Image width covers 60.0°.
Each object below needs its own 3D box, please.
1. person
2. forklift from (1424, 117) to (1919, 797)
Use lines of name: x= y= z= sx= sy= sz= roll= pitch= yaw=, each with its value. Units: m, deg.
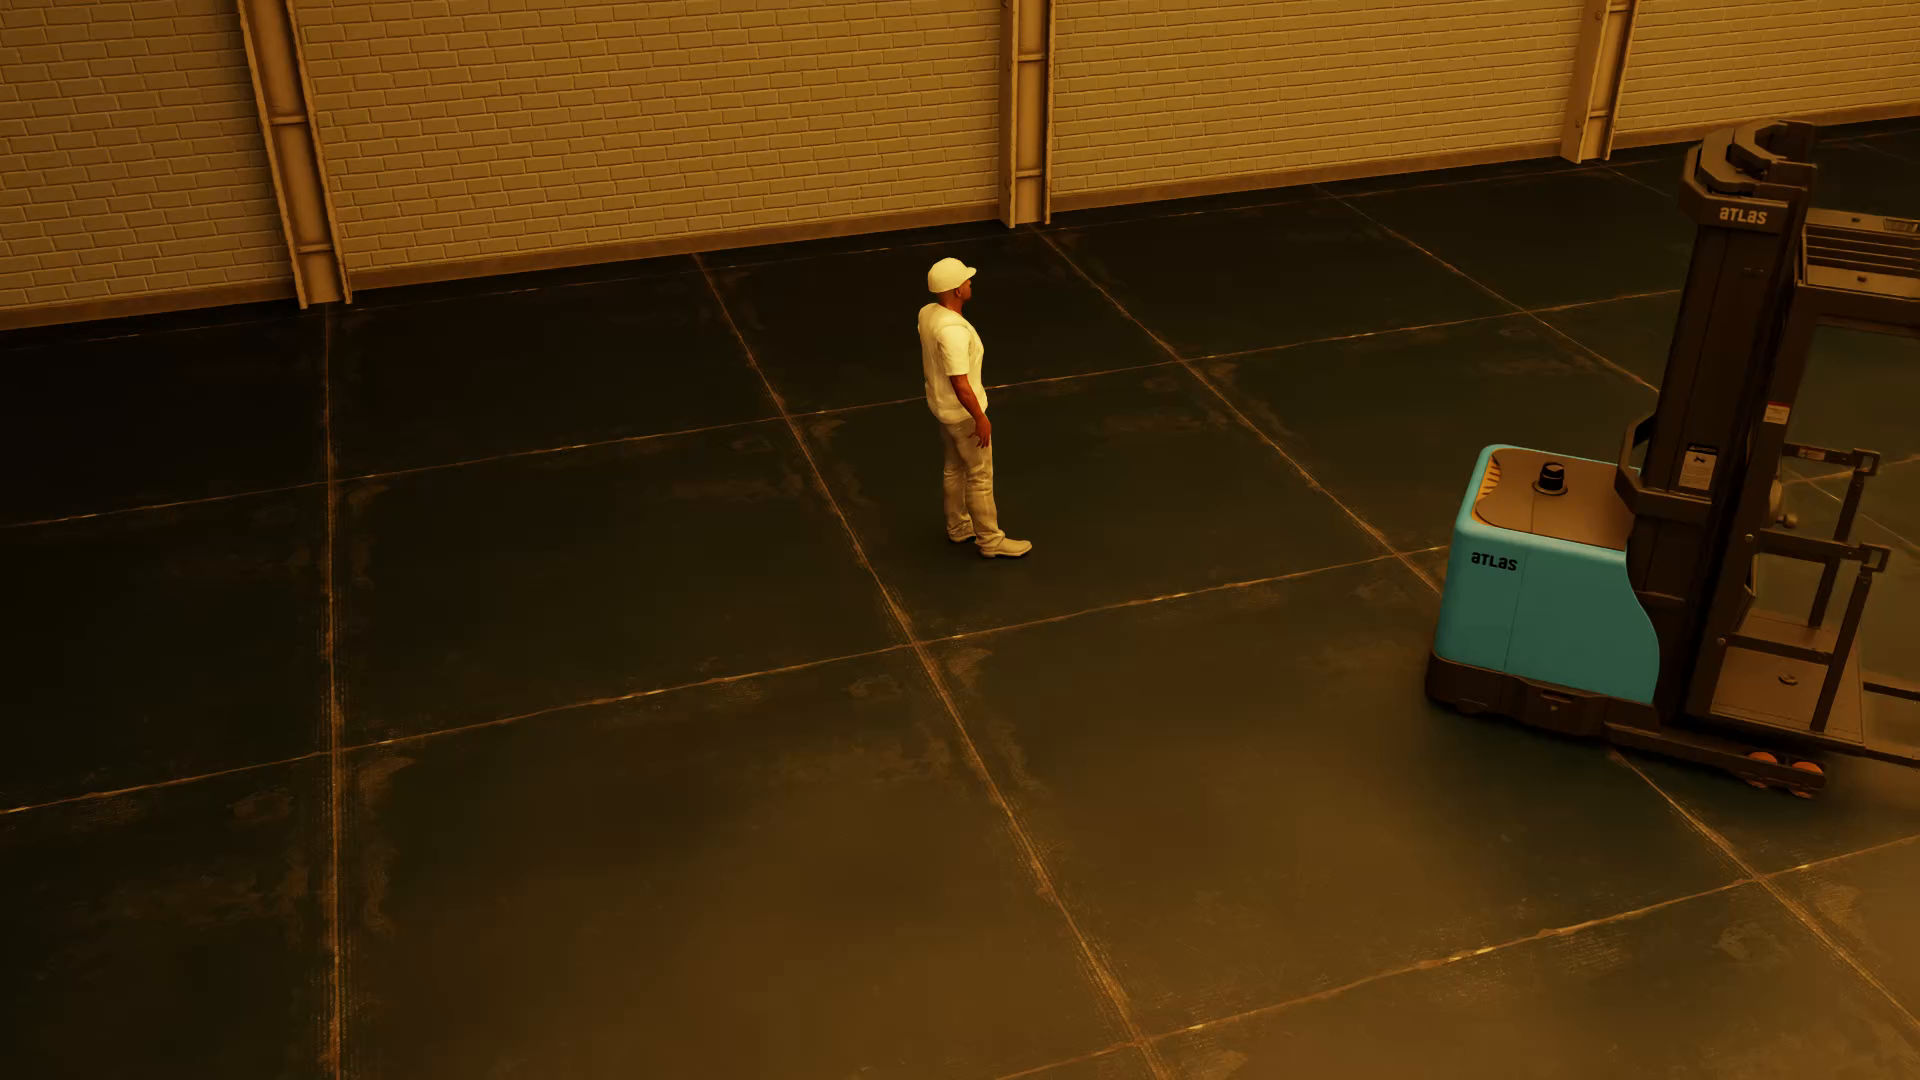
person: x=0.068 y=-0.780 z=9.597 sx=0.575 sy=1.768 sz=0.666 roll=-10 pitch=31 yaw=-16
forklift: x=3.953 y=-0.350 z=7.696 sx=3.031 sy=2.935 sz=1.130 roll=12 pitch=32 yaw=20
